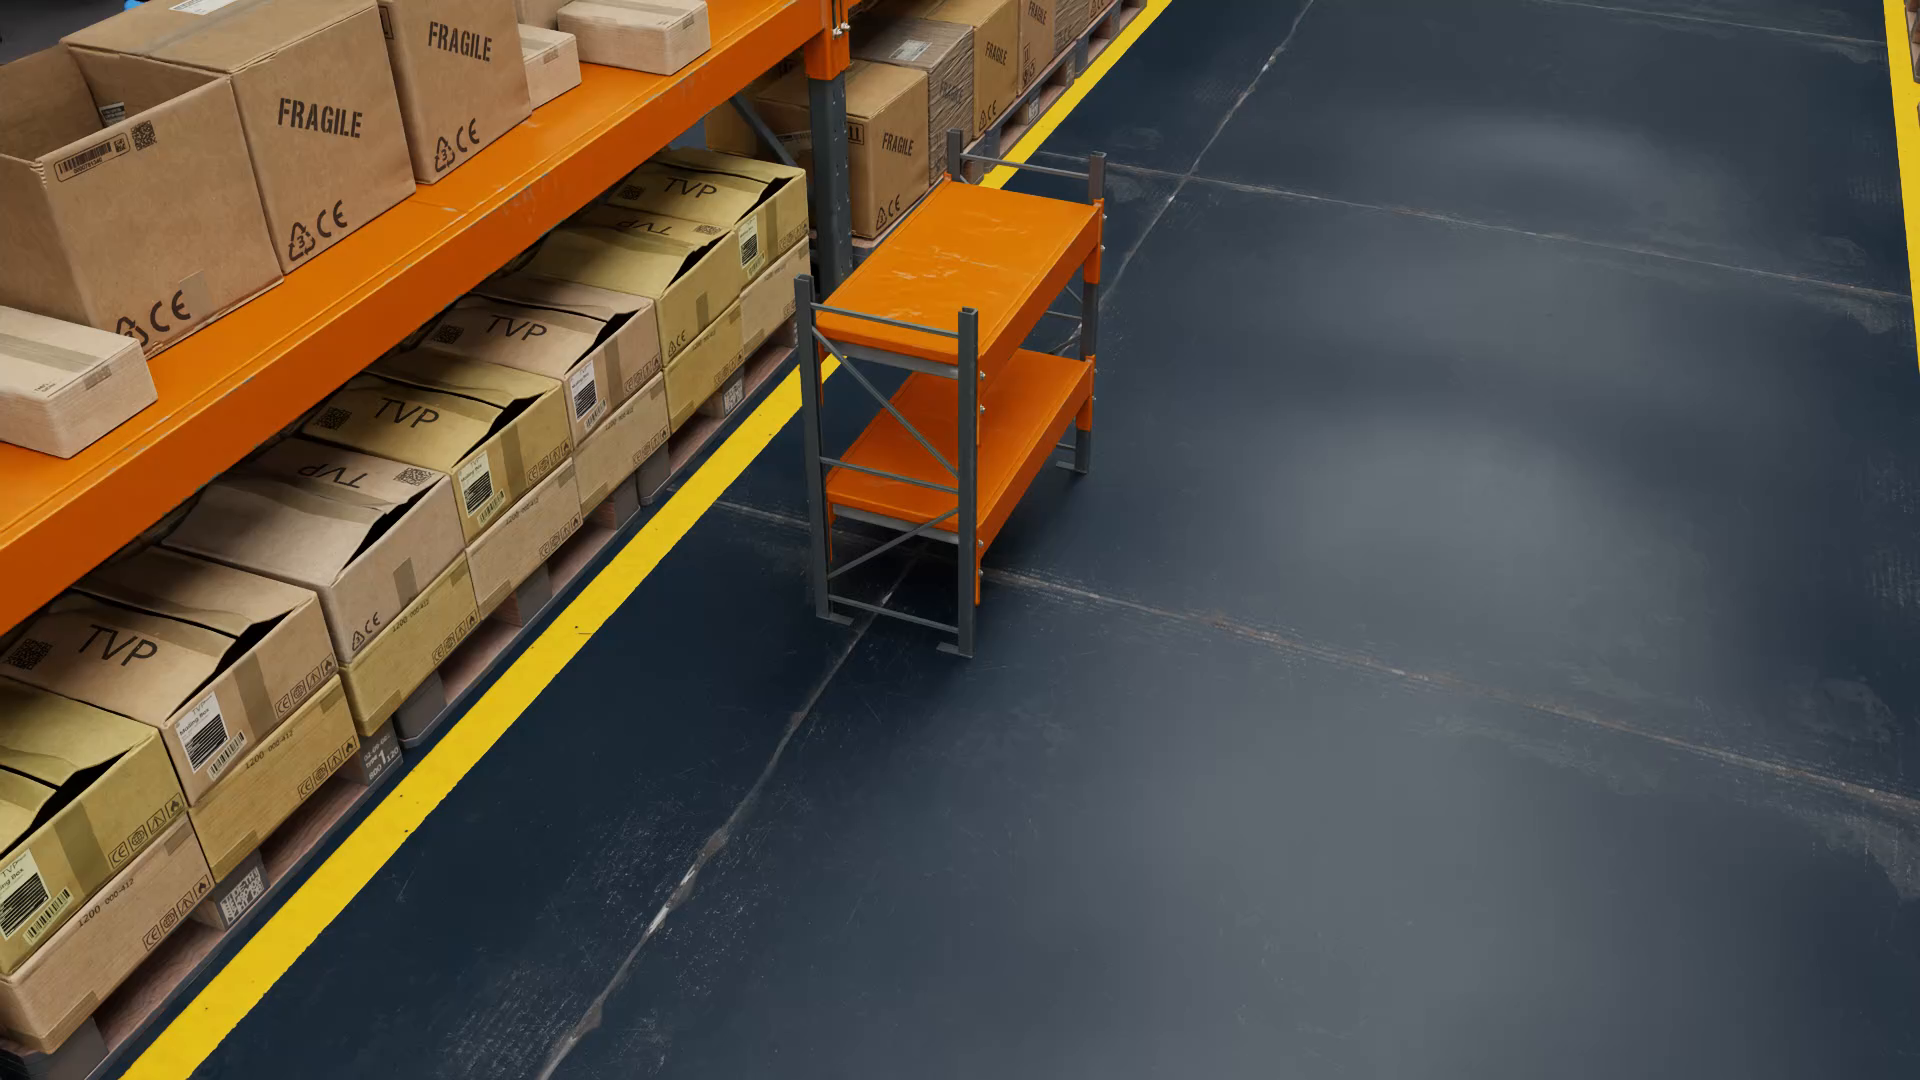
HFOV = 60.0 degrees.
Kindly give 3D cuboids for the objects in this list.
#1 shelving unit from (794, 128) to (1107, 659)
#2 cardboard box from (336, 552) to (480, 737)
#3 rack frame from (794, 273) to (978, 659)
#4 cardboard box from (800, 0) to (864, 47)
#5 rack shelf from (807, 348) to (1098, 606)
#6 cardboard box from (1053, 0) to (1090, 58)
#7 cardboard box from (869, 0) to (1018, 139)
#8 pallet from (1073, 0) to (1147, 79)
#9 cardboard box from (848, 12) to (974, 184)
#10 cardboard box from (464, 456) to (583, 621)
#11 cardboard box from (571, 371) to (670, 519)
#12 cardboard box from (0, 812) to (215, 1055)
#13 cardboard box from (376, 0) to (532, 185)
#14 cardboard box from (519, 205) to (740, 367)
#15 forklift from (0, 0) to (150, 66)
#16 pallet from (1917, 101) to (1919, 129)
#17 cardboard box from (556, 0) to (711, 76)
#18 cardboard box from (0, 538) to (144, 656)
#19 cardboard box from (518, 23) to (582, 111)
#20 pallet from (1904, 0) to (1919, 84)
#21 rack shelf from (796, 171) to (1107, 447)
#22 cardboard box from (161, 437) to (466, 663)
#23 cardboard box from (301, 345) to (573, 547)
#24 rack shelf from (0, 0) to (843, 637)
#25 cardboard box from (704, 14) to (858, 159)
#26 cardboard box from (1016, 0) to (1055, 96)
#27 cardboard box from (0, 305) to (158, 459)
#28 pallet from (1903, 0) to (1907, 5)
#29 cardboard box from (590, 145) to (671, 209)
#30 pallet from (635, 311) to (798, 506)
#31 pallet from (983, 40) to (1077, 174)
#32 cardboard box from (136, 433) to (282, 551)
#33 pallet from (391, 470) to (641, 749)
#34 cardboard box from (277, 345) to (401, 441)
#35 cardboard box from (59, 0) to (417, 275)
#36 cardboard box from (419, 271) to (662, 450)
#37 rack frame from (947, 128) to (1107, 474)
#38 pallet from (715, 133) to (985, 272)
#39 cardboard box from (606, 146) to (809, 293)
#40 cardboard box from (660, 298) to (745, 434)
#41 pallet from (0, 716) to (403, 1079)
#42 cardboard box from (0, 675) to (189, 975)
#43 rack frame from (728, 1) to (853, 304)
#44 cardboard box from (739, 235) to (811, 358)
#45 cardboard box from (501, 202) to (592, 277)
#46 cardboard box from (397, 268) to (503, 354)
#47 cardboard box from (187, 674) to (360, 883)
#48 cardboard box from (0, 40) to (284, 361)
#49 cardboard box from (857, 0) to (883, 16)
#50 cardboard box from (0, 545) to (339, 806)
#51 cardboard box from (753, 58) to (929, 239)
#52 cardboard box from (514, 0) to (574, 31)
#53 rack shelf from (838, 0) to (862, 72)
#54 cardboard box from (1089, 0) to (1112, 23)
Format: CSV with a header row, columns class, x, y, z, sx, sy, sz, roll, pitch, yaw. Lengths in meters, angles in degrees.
class,x,y,z,sx,sy,sz,roll,pitch,yaw
shelving unit,0.003,-0.454,4.918,0.538,1.125,1.048,14,39,18
cardboard box,-1.643,0.213,4.405,0.500,0.250,0.500,13,39,16
rack frame,-0.191,-0.173,4.542,0.500,1.125,0.032,14,39,18
cardboard box,-0.737,-2.276,6.884,0.500,0.250,0.500,15,39,19
rack shelf,0.003,-0.258,5.065,0.538,0.278,1.000,14,39,18
cardboard box,0.318,-2.699,8.076,0.500,0.500,0.500,14,39,18
cardboard box,-0.067,-2.127,7.311,0.500,0.500,0.500,13,39,17
pallet,0.354,-2.836,8.868,1.003,0.211,1.213,14,39,18
cardboard box,-0.262,-1.851,6.941,0.500,0.500,0.500,12,39,16
cardboard box,-1.448,-0.068,4.782,0.500,0.250,0.500,15,39,19
cardboard box,-1.255,-0.354,5.164,0.500,0.250,0.500,15,39,19
cardboard box,-2.033,0.783,3.642,0.500,0.250,0.500,13,39,17
cardboard box,-1.517,-1.305,4.407,0.500,0.500,0.500,12,38,15
cardboard box,-1.057,-0.854,5.364,0.500,0.311,0.500,13,39,17
forklift,-3.713,-2.622,6.309,1.130,2.935,3.031,-11,38,-14
pallet,4.875,-1.747,7.411,1.003,0.211,1.213,14,39,18
cardboard box,-0.980,-1.536,5.009,0.380,0.149,0.250,14,39,18
cardboard box,-2.335,0.147,4.026,0.500,0.311,0.500,15,39,19
cardboard box,-1.327,-1.378,4.798,0.380,0.149,0.250,17,40,21
pallet,5.451,-2.581,8.526,1.003,0.211,1.213,14,39,18
rack shelf,0.003,-0.689,4.743,0.538,0.278,1.000,14,39,18
cardboard box,-1.637,-0.009,4.234,0.500,0.311,0.500,13,39,16
cardboard box,-1.444,-0.298,4.621,0.500,0.311,0.500,15,39,19
rack shelf,-1.655,-0.802,4.418,1.077,0.370,4.000,14,39,18
cardboard box,-0.755,-1.944,7.066,0.500,0.500,0.500,15,39,20
cardboard box,0.127,-2.417,7.699,0.500,0.500,0.500,13,39,16
cardboard box,-1.889,-0.326,3.391,0.380,0.149,0.250,14,39,18
pallet,5.914,-3.259,9.433,1.003,0.211,1.213,14,39,18
cardboard box,-1.365,-1.266,5.916,0.500,0.311,0.500,15,39,19
pallet,-1.243,-0.634,5.922,1.003,0.211,1.213,14,39,18
pallet,-0.109,-2.158,7.962,1.003,0.211,1.213,14,39,18
cardboard box,-2.142,-0.129,4.395,0.500,0.311,0.500,14,39,18
pallet,-1.709,0.039,5.021,1.003,0.211,1.213,14,39,18
cardboard box,-1.948,-0.407,4.766,0.500,0.311,0.500,13,39,17
cardboard box,-1.717,-1.013,4.017,0.500,0.500,0.500,14,39,18
cardboard box,-1.252,-0.575,4.991,0.500,0.311,0.500,14,39,17
rack frame,0.196,-0.736,5.295,0.500,1.125,0.032,14,39,18
pallet,-0.575,-1.485,7.061,1.003,0.211,1.213,14,39,18
cardboard box,-0.865,-1.143,5.751,0.500,0.311,0.500,15,39,19
cardboard box,-1.061,-0.631,5.535,0.500,0.250,0.500,13,39,17
pallet,-2.171,0.717,4.114,1.003,0.211,1.213,14,39,18
cardboard box,-2.028,0.554,3.481,0.500,0.311,0.500,14,39,18
rack frame,-0.894,-2.198,5.685,1.000,3.000,0.127,14,39,18
cardboard box,-0.868,-0.918,5.918,0.500,0.250,0.500,15,39,19
cardboard box,-1.557,-0.973,5.524,0.500,0.311,0.500,13,39,17
cardboard box,-1.753,-0.691,5.147,0.500,0.311,0.500,13,39,17
cardboard box,-1.837,0.501,4.021,0.500,0.250,0.500,15,39,19
cardboard box,-1.908,-0.736,3.646,0.500,0.500,0.500,17,40,21
cardboard box,-0.558,-2.230,7.449,0.500,0.500,0.500,12,39,16
cardboard box,-1.833,0.278,3.851,0.500,0.311,0.500,13,39,17
cardboard box,-0.456,-1.559,6.551,0.500,0.500,0.500,15,39,20
cardboard box,-1.413,-1.711,5.108,0.500,0.311,0.500,13,39,17
rack shelf,-0.133,-3.017,7.381,1.077,0.370,4.000,14,39,18
cardboard box,0.510,-2.977,8.448,0.500,0.500,0.500,14,39,18
